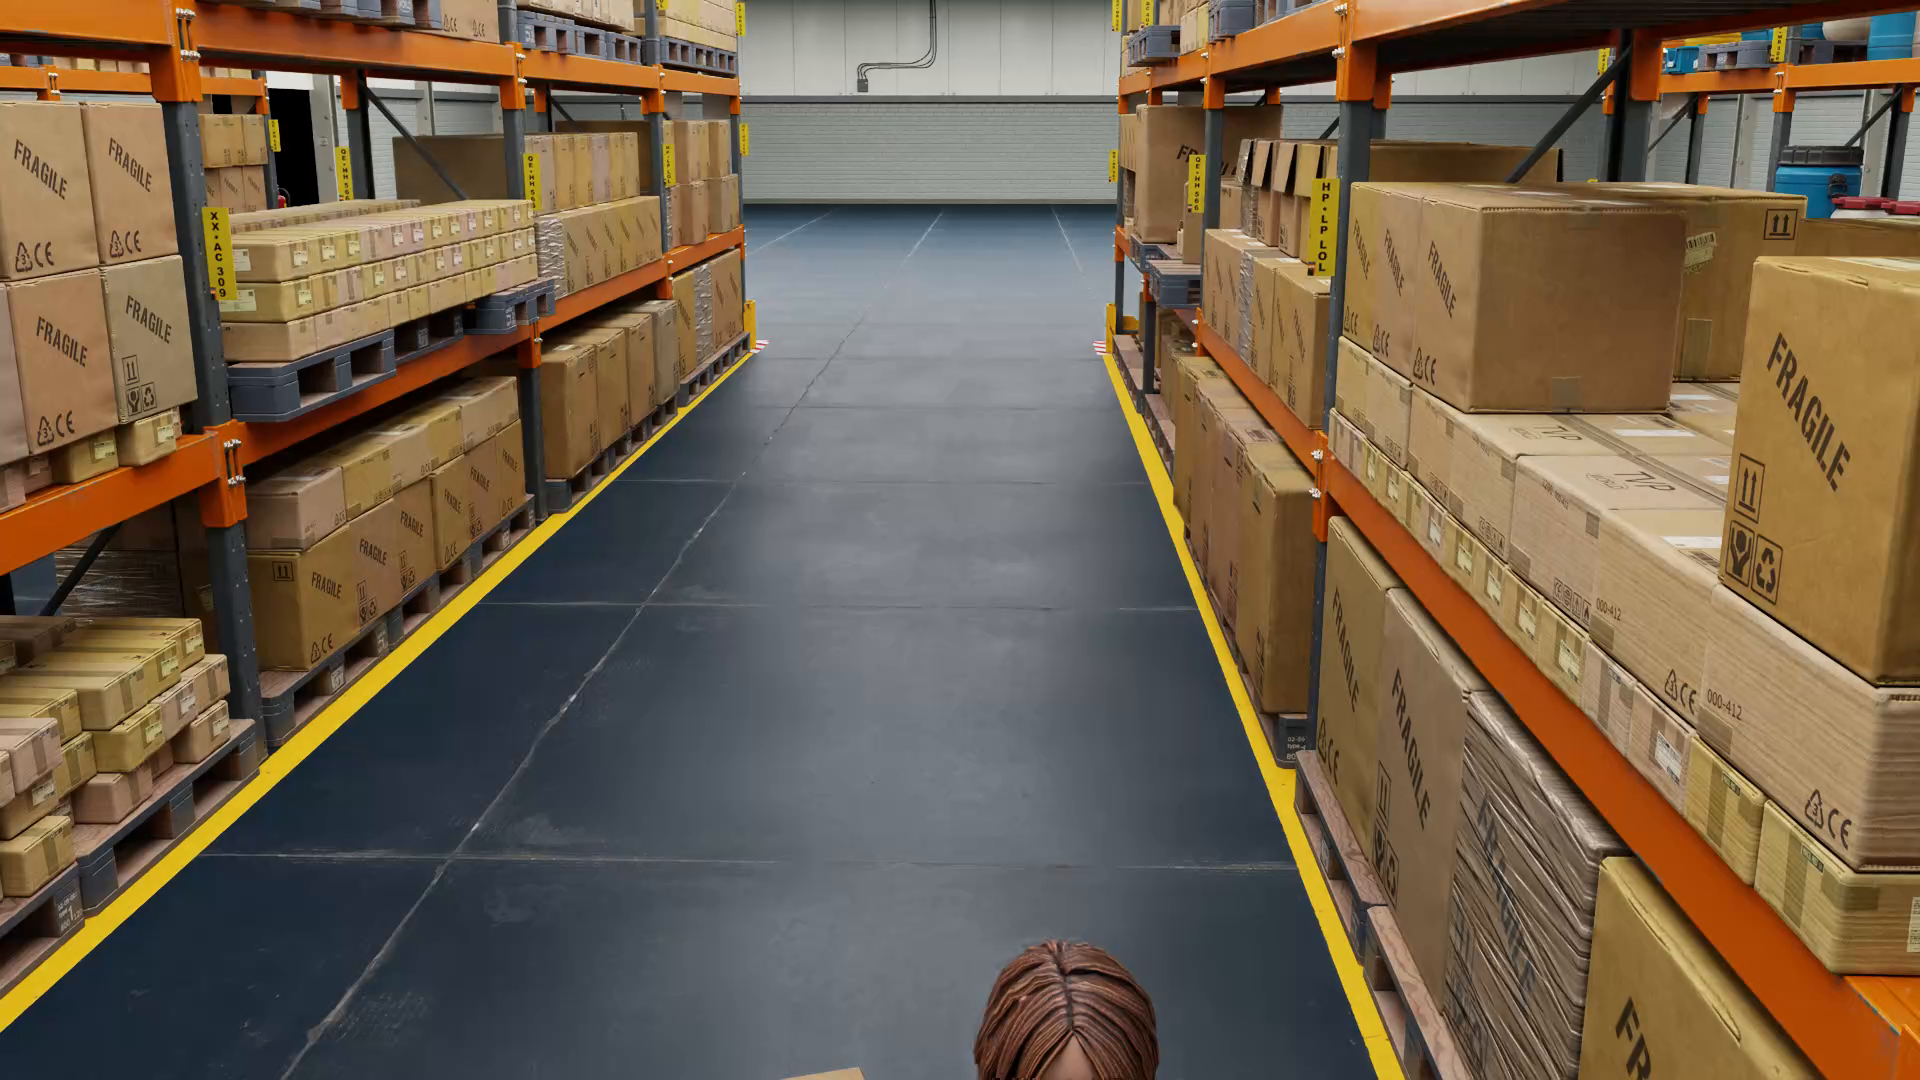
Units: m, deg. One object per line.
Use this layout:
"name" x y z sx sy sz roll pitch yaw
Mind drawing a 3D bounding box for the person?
"person" 0.108 1.150 1.918 0.437 1.569 0.785 -2 14 -7
